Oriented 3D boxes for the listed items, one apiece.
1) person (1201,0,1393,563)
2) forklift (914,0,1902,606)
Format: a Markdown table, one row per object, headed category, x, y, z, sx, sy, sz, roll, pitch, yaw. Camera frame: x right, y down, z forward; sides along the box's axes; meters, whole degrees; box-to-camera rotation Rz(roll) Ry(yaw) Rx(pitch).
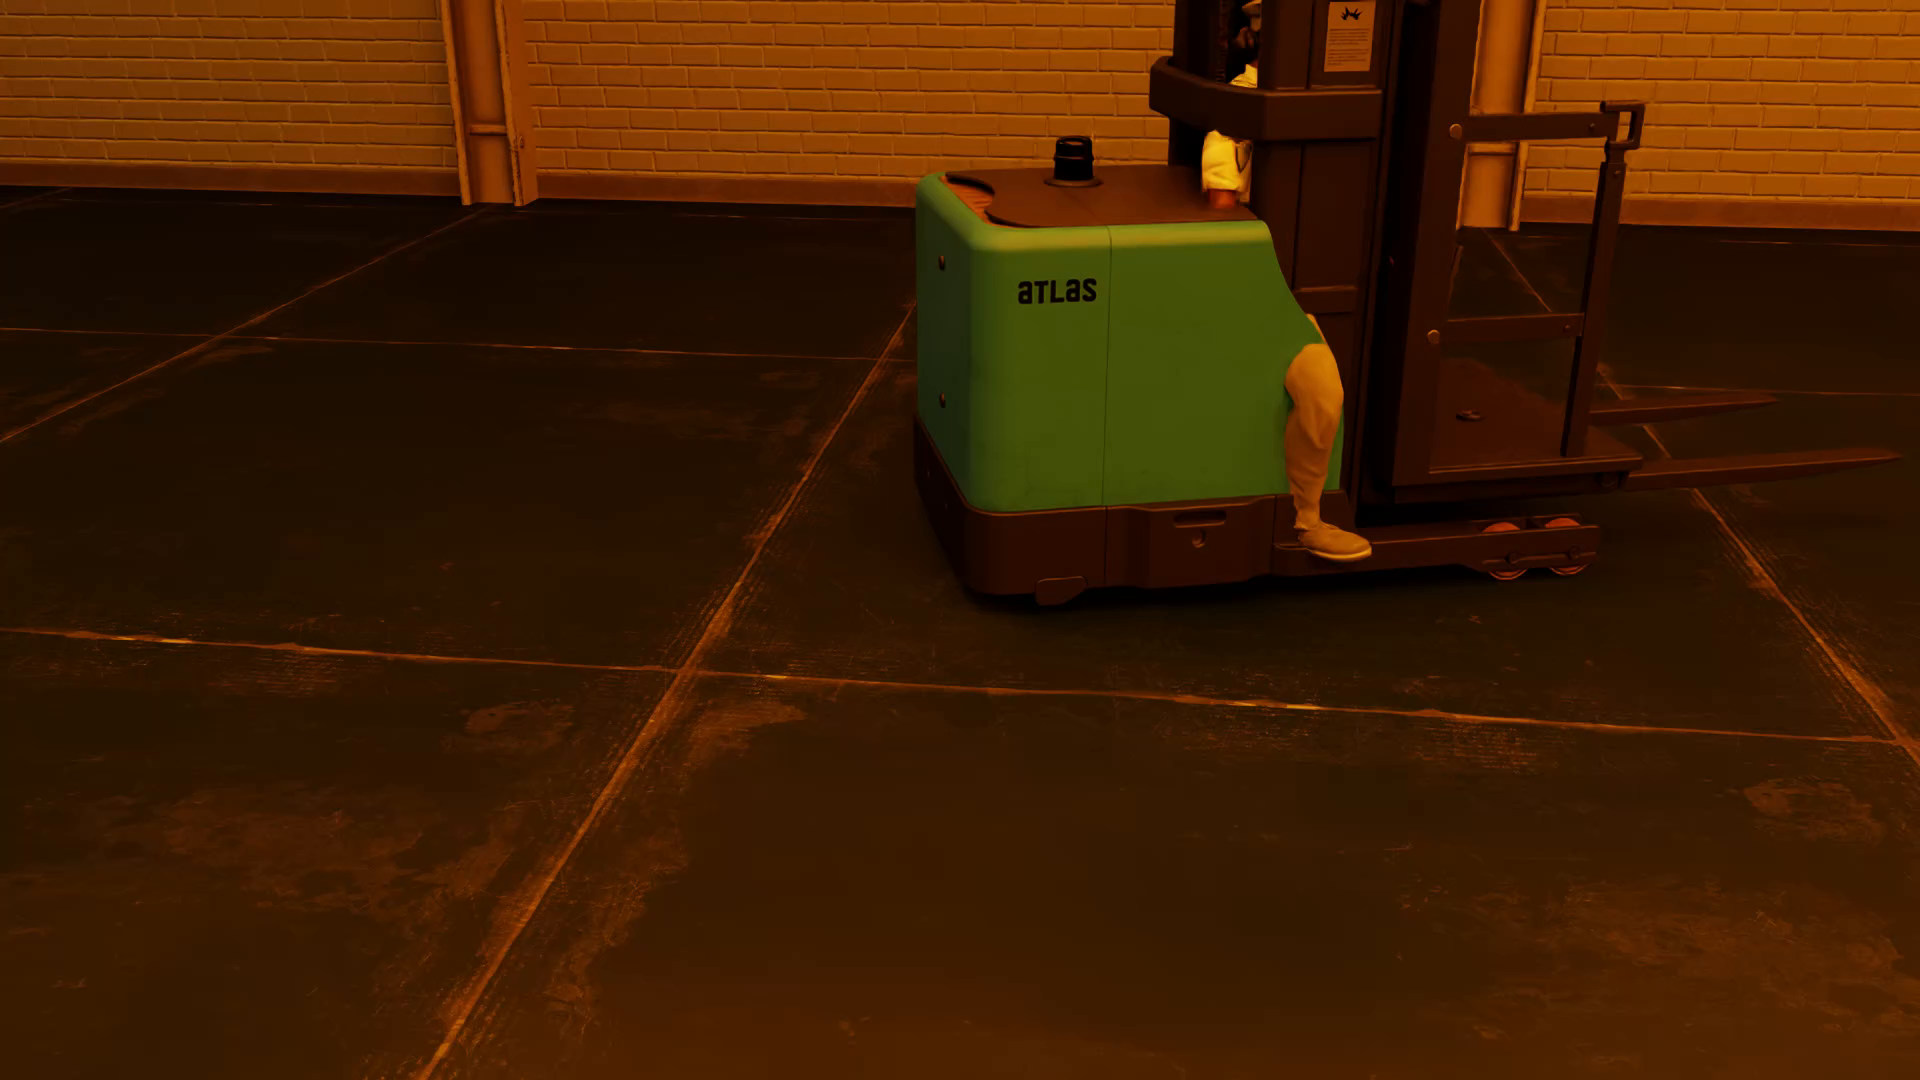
| category | x | y | z | sx | sy | sz | roll | pitch | yaw |
| --- | --- | --- | --- | --- | --- | --- | --- | --- | --- |
| person | 0.939 | -0.762 | 4.716 | 0.727 | 1.500 | 0.731 | 12 | 25 | 27 |
| forklift | 1.419 | -1.431 | 4.808 | 3.031 | 2.935 | 1.130 | -4 | 22 | -10 |
